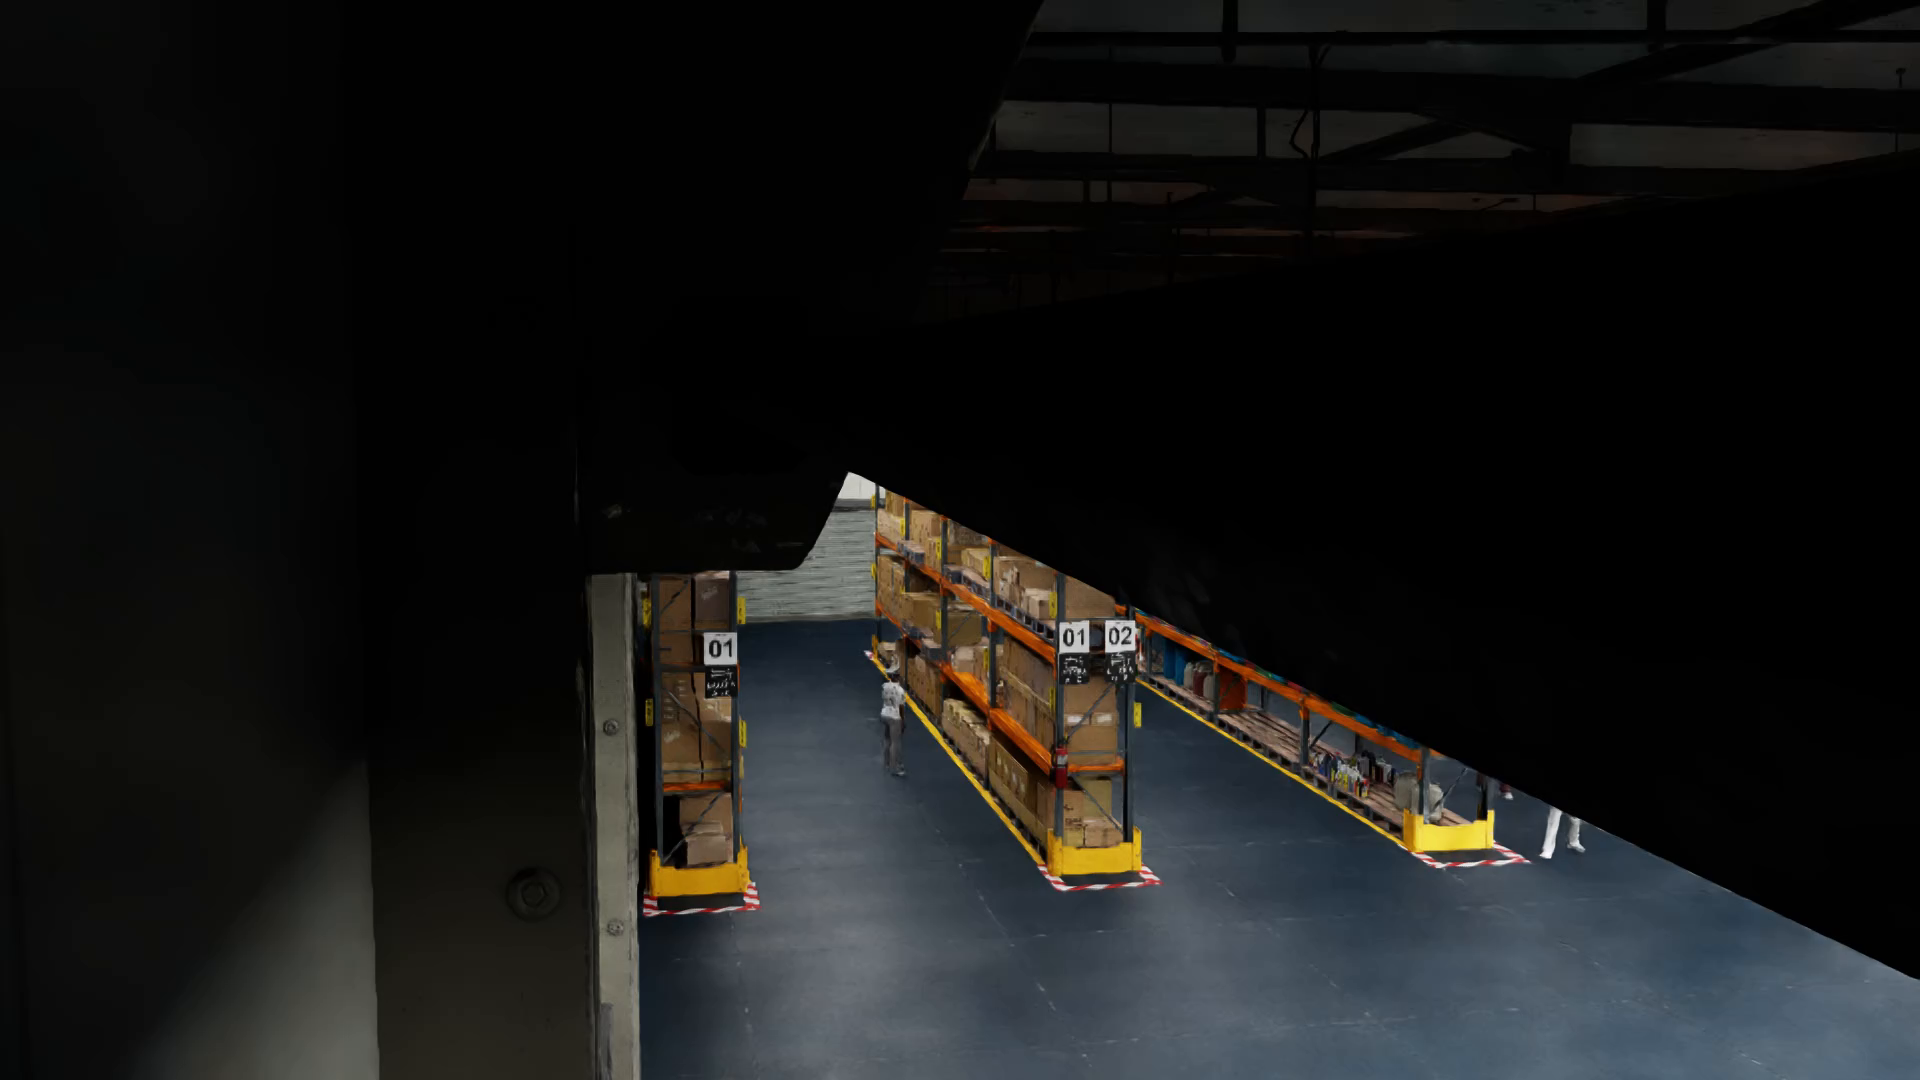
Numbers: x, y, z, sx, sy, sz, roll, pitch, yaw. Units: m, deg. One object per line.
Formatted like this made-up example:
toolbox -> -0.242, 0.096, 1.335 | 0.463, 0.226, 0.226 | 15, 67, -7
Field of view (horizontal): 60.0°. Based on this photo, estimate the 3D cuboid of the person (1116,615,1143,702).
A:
person -> 3.143, 2.244, 31.485 | 0.677, 1.741, 0.547 | -1, 6, -11

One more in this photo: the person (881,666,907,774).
person -> -1.021, 2.810, 26.101 | 0.422, 1.677, 0.502 | -5, 8, -42

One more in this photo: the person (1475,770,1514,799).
person -> 7.966, 2.992, 24.759 | 0.603, 1.600, 0.799 | -1, 6, -6

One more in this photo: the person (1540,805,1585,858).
person -> 7.840, 3.292, 21.548 | 0.576, 1.621, 0.884 | 2, 6, 17
